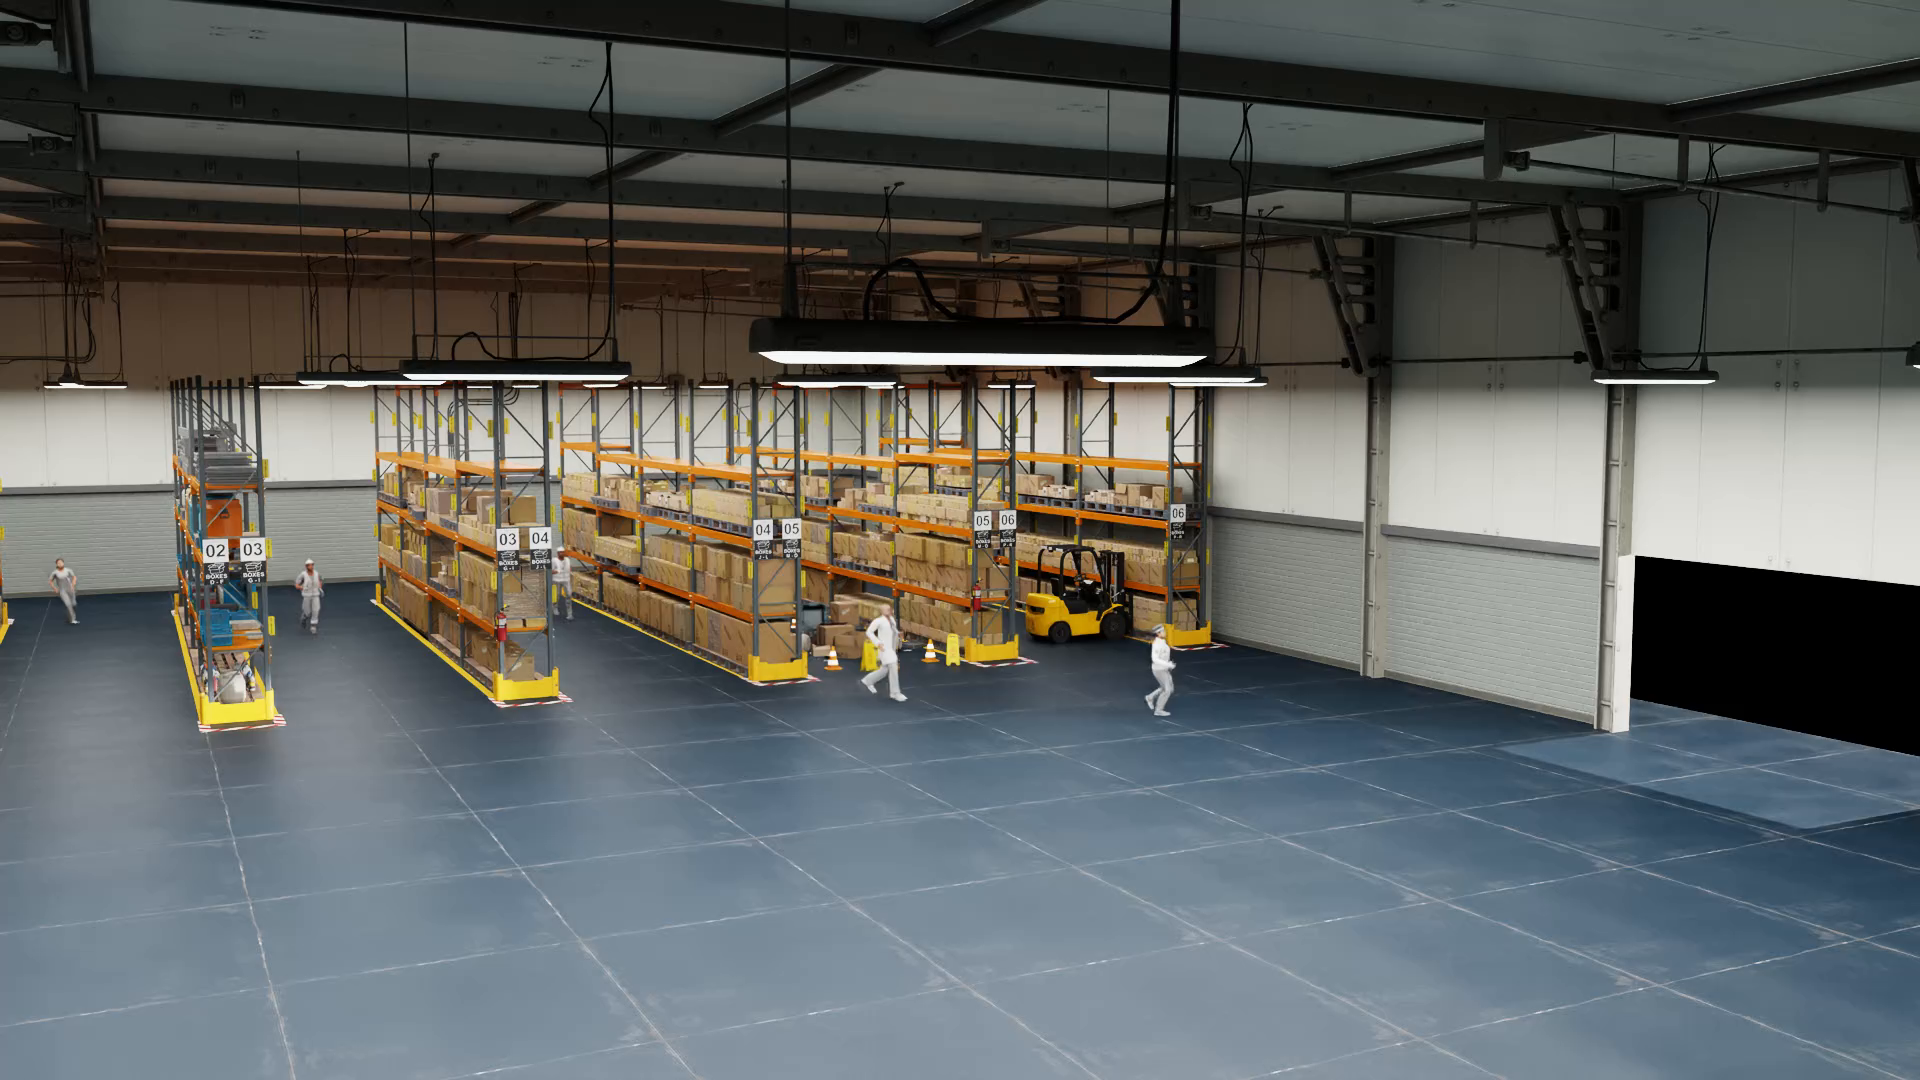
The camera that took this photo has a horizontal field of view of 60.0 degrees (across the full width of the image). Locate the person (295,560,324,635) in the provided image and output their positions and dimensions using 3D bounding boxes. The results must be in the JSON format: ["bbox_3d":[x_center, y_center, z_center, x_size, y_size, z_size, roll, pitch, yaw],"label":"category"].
[{"bbox_3d":[-15.406,1.339,39.397,0.663,1.757,0.782,-4,7,-40],"label":"person"}]

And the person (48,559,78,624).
[{"bbox_3d":[-22.142,1.264,41.057,0.624,1.622,0.700,-4,7,-39],"label":"person"}]

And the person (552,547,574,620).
[{"bbox_3d":[-10.061,1.069,42.044,0.677,1.810,0.928,-3,6,-33],"label":"person"}]

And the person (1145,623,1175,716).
[{"bbox_3d":[3.569,2.288,29.377,0.520,1.648,0.612,1,5,16],"label":"person"}]

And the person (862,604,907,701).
[{"bbox_3d":[-1.401,2.076,31.078,0.972,1.792,0.693,2,6,26],"label":"person"}]
